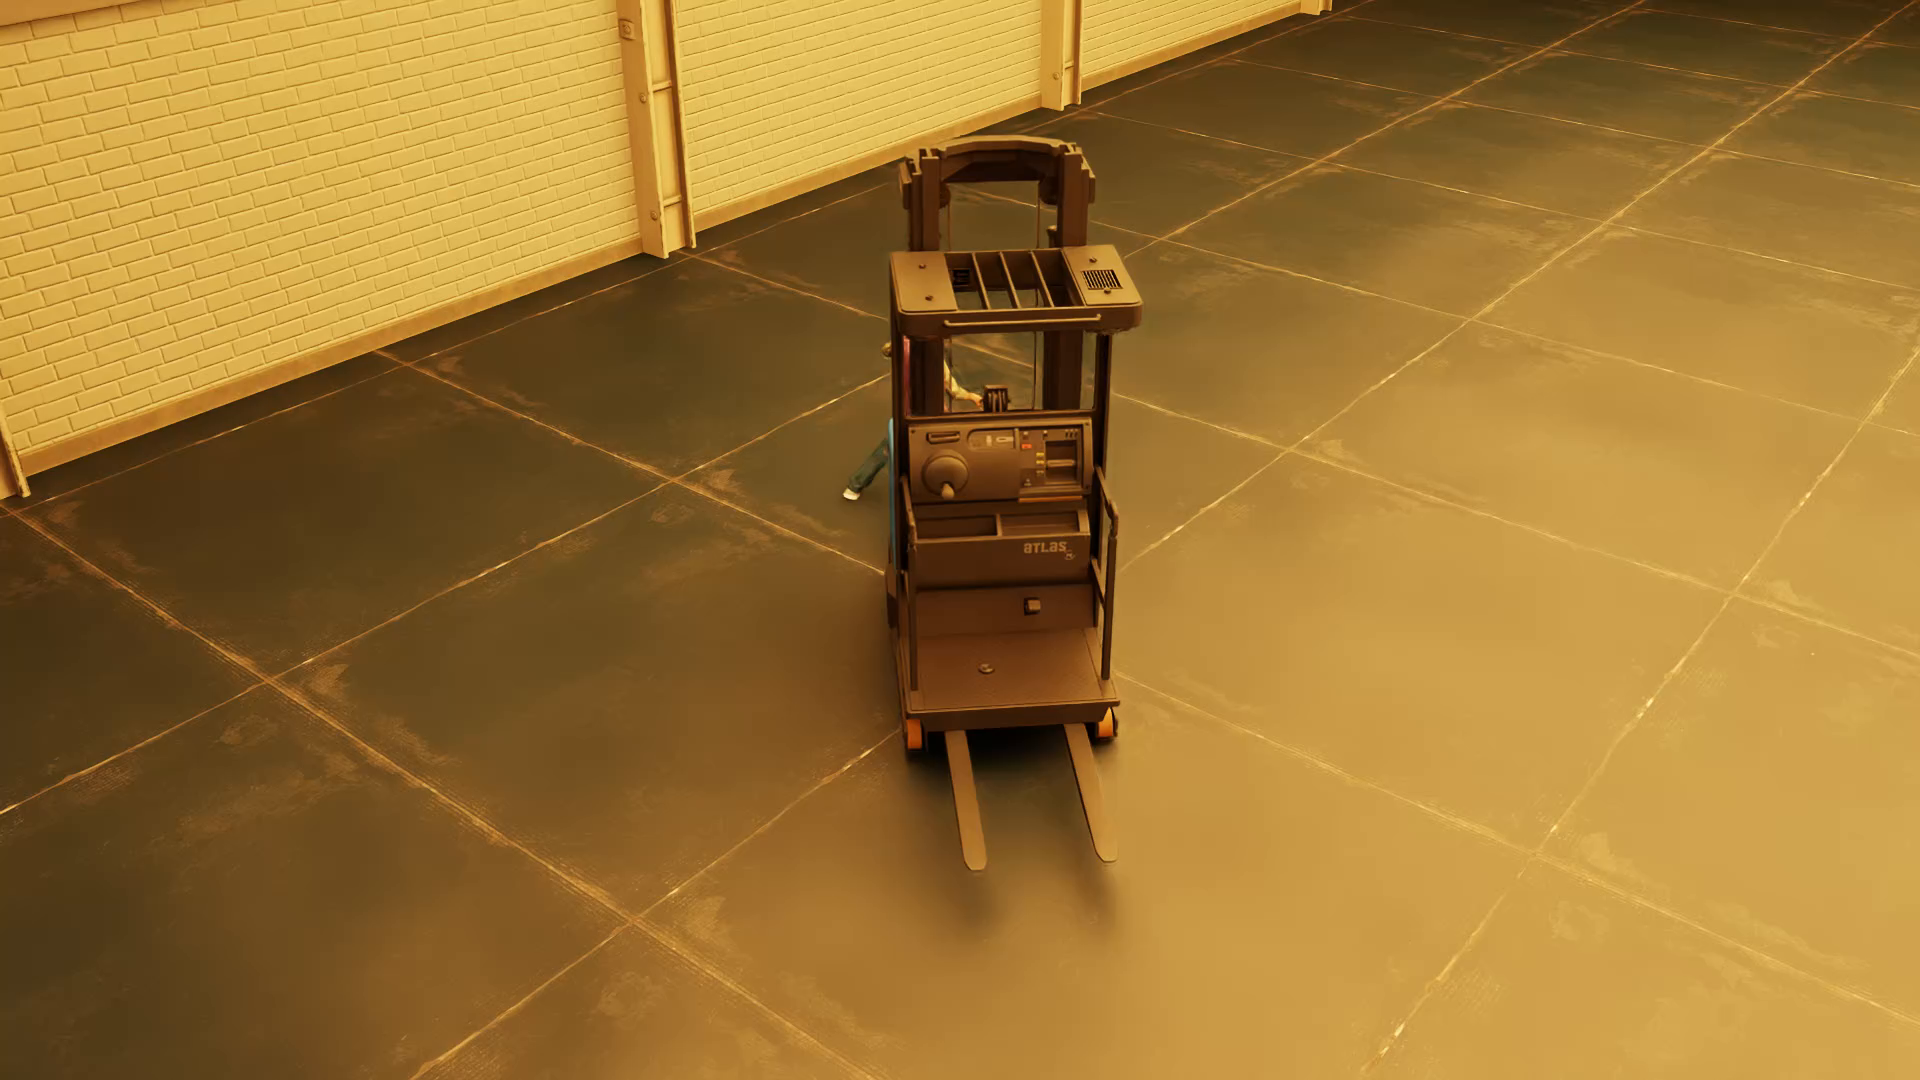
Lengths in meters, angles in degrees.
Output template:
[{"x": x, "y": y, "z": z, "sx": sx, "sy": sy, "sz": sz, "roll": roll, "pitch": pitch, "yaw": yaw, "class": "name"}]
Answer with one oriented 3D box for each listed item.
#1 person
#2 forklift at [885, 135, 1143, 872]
[{"x": -0.181, "y": -0.864, "z": 10.589, "sx": 0.986, "sy": 1.430, "sz": 0.909, "roll": 26, "pitch": 39, "yaw": 37, "class": "person"}, {"x": 0.230, "y": -0.357, "z": 8.205, "sx": 1.130, "sy": 2.935, "sz": 3.031, "roll": -3, "pitch": 30, "yaw": -5, "class": "forklift"}]
